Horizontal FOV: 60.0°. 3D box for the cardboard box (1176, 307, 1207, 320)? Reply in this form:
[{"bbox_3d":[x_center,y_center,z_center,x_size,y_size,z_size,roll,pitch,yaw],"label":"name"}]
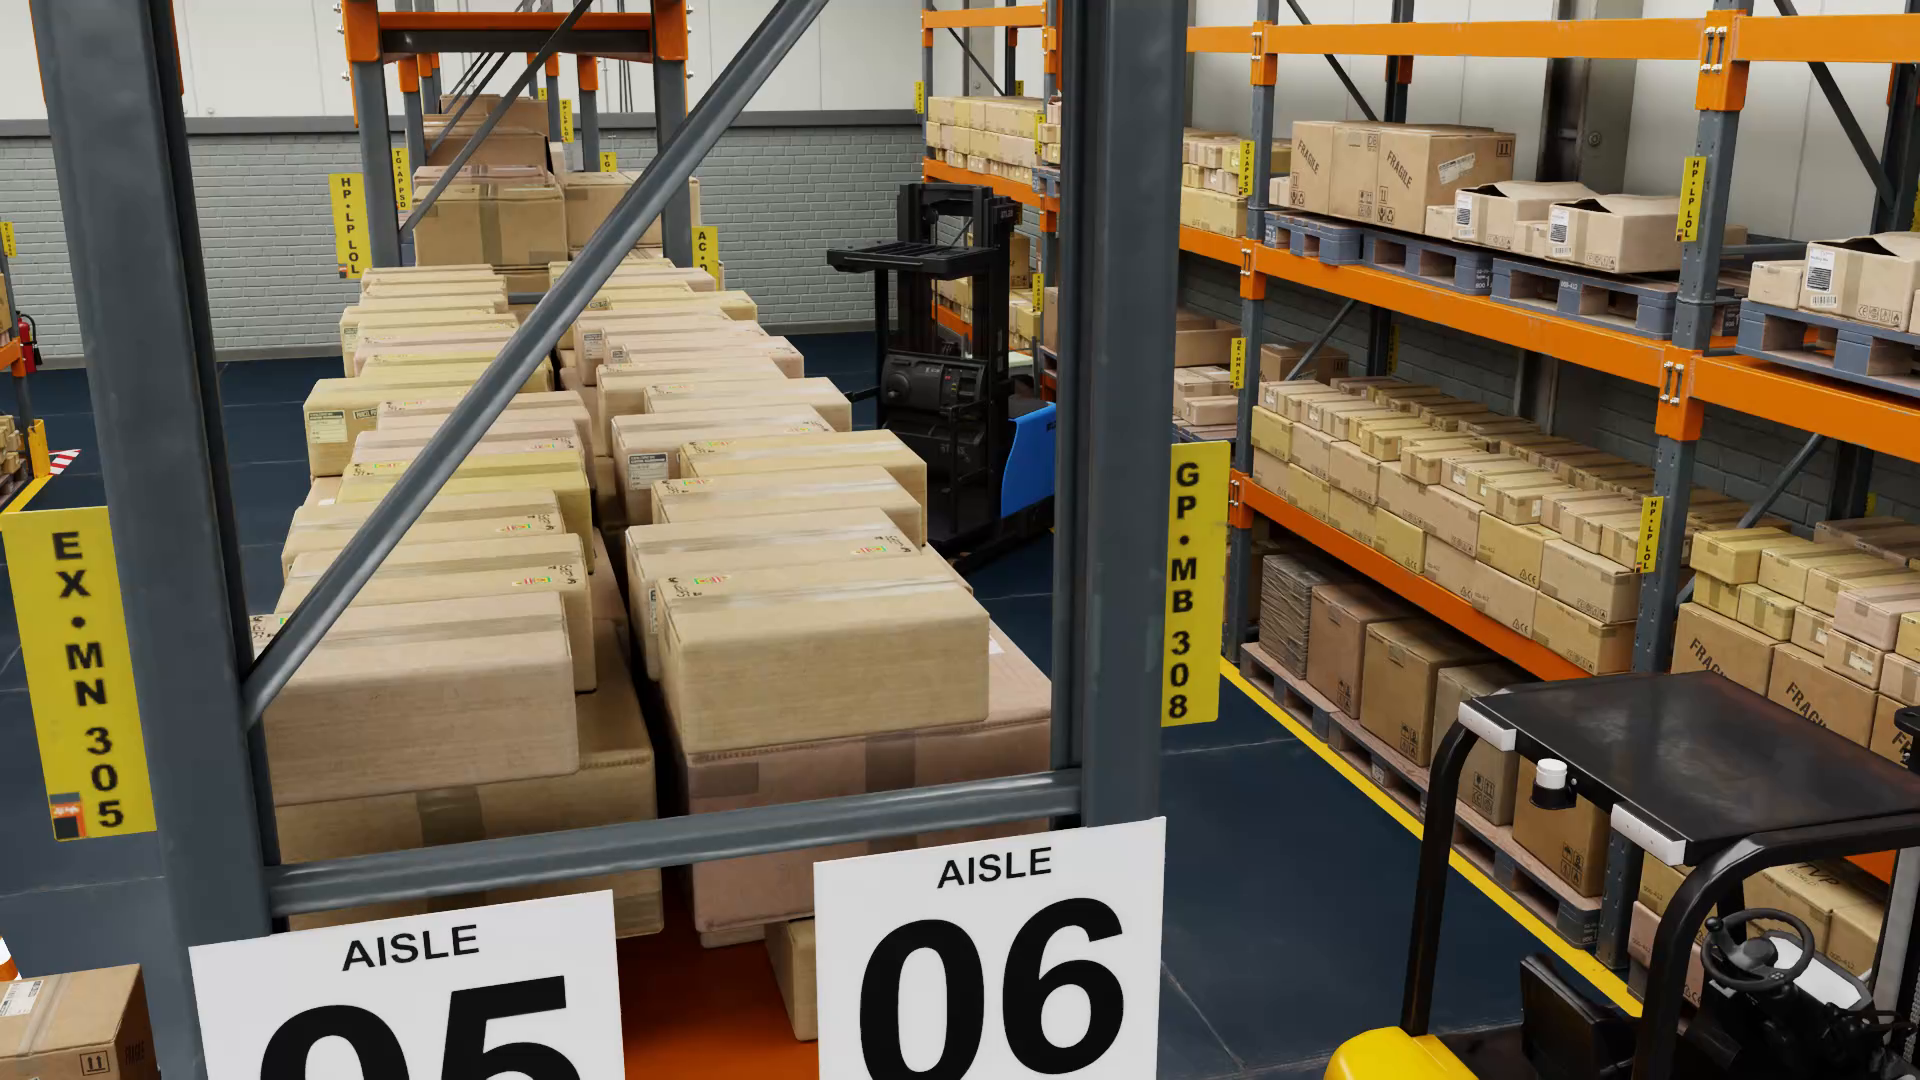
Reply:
[{"bbox_3d":[1.472,-1.499,12.826,0.700,0.500,0.500,-5,17,-16],"label":"cardboard box"}]

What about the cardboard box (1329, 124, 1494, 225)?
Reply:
[{"bbox_3d":[2.495,-2.038,9.231,0.700,0.500,0.500,-5,17,-16],"label":"cardboard box"}]

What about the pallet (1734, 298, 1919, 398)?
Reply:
[{"bbox_3d":[3.654,-0.710,6.040,1.003,0.211,1.213,-5,17,-15],"label":"pallet"}]

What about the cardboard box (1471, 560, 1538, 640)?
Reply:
[{"bbox_3d":[2.861,0.265,8.116,0.500,0.250,0.500,-5,17,-16],"label":"cardboard box"}]

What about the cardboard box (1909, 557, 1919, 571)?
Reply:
[{"bbox_3d":[3.887,0.159,6.390,0.380,0.149,0.250,-5,17,-16],"label":"cardboard box"}]

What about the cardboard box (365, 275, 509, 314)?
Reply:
[{"bbox_3d":[-1.505,-0.671,4.810,0.380,0.149,0.250,-4,17,-14],"label":"cardboard box"}]

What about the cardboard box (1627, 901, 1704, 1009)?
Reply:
[{"bbox_3d":[3.209,1.726,7.040,0.500,0.250,0.500,-5,17,-15],"label":"cardboard box"}]

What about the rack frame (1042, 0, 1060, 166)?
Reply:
[{"bbox_3d":[1.196,-4.635,13.741,1.000,3.000,0.127,-5,17,-15],"label":"rack frame"}]

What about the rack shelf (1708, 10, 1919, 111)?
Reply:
[{"bbox_3d":[3.944,-1.333,4.694,1.077,0.370,4.000,-5,17,-15],"label":"rack shelf"}]

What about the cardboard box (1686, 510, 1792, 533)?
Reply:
[{"bbox_3d":[3.504,-0.022,7.510,0.380,0.149,0.250,-5,17,-17],"label":"cardboard box"}]

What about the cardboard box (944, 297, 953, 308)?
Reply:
[{"bbox_3d":[0.037,-2.569,17.727,0.380,0.149,0.250,-4,17,-14],"label":"cardboard box"}]

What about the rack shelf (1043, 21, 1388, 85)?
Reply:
[{"bbox_3d":[1.745,-3.546,12.061,1.077,0.370,4.000,-5,17,-15],"label":"rack shelf"}]

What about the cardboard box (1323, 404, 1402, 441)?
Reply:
[{"bbox_3d":[2.353,-0.689,9.730,0.380,0.149,0.250,-4,17,-15],"label":"cardboard box"}]

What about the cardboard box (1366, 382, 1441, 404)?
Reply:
[{"bbox_3d":[2.758,-0.877,10.355,0.380,0.149,0.250,-4,17,-14],"label":"cardboard box"}]

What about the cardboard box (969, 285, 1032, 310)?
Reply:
[{"bbox_3d":[0.404,-2.373,16.382,0.500,0.250,0.500,-5,17,-17],"label":"cardboard box"}]

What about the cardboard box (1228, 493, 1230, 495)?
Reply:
[{"bbox_3d":[2.155,-0.428,12.651,0.380,0.149,0.250,-5,17,-16],"label":"cardboard box"}]

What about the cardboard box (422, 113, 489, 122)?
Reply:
[{"bbox_3d":[-3.612,-2.788,11.900,0.500,0.500,0.500,-5,17,-16],"label":"cardboard box"}]

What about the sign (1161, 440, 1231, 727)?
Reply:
[{"bbox_3d":[0.244,0.052,1.830,0.100,0.325,0.005,-5,17,-15],"label":"sign"}]

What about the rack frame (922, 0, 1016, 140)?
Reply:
[{"bbox_3d":[0.096,-5.742,17.425,1.000,3.000,0.127,-5,17,-15],"label":"rack frame"}]

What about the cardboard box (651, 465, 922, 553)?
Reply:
[{"bbox_3d":[-0.273,-0.004,2.590,0.380,0.149,0.250,-5,17,-15],"label":"cardboard box"}]

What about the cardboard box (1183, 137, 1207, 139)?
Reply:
[{"bbox_3d":[1.559,-2.785,11.844,0.380,0.149,0.250,-5,17,-15],"label":"cardboard box"}]

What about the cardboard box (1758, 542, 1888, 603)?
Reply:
[{"bbox_3d":[3.372,0.125,6.503,0.380,0.149,0.250,-4,17,-14],"label":"cardboard box"}]

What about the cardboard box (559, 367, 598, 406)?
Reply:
[{"bbox_3d":[-0.731,-0.280,4.201,0.500,0.250,0.500,-5,17,-16],"label":"cardboard box"}]

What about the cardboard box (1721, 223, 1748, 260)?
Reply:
[{"bbox_3d":[3.350,-1.365,7.601,0.380,0.149,0.250,-5,17,-15],"label":"cardboard box"}]

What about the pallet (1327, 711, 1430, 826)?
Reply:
[{"bbox_3d":[2.815,1.247,9.432,1.003,0.211,1.213,-5,17,-15],"label":"pallet"}]

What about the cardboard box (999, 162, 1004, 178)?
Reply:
[{"bbox_3d":[0.575,-3.442,15.419,0.380,0.149,0.250,-4,17,-13],"label":"cardboard box"}]

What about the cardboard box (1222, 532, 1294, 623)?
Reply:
[{"bbox_3d":[1.972,0.240,11.553,0.500,0.500,0.500,-4,17,-14],"label":"cardboard box"}]

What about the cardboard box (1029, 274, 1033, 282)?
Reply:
[{"bbox_3d":[0.750,-2.553,16.981,0.500,0.250,0.500,-4,17,-14],"label":"cardboard box"}]

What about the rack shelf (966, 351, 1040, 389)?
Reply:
[{"bbox_3d":[0.375,-1.470,14.754,0.431,0.370,0.720,-9,15,-17],"label":"rack shelf"}]

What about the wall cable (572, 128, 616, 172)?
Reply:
[{"bbox_3d":[-4.887,-4.635,22.402,0.588,1.984,0.122,-5,17,-15],"label":"wall cable"}]

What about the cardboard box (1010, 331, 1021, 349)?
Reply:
[{"bbox_3d":[0.678,-1.850,15.335,0.380,0.149,0.250,-4,17,-14],"label":"cardboard box"}]

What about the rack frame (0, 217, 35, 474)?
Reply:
[{"bbox_3d":[-9.407,-2.056,15.582,1.000,3.000,0.127,-5,17,-15],"label":"rack frame"}]

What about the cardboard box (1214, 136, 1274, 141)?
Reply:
[{"bbox_3d":[2.054,-2.823,11.974,0.380,0.149,0.250,-5,17,-16],"label":"cardboard box"}]

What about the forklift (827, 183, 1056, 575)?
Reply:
[{"bbox_3d":[-0.328,-1.251,13.022,1.130,2.935,3.031,10,19,30],"label":"forklift"}]

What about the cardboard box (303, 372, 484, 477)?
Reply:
[{"bbox_3d":[-1.109,-0.239,3.371,0.380,0.149,0.250,-4,17,-14],"label":"cardboard box"}]

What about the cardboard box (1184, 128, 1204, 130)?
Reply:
[{"bbox_3d":[1.670,-3.111,12.896,0.380,0.149,0.250,-5,18,-17],"label":"cardboard box"}]

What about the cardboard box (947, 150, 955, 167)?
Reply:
[{"bbox_3d":[0.081,-3.859,16.806,0.380,0.149,0.250,-4,17,-14],"label":"cardboard box"}]

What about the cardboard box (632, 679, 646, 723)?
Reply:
[{"bbox_3d":[-0.423,0.236,3.176,0.380,0.149,0.250,-5,18,-17],"label":"cardboard box"}]

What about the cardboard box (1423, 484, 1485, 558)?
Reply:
[{"bbox_3d":[2.730,-0.116,8.516,0.500,0.250,0.500,-4,17,-14],"label":"cardboard box"}]

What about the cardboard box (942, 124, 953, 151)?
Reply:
[{"bbox_3d":[0.115,-4.092,16.892,0.500,0.250,0.500,-4,17,-14],"label":"cardboard box"}]

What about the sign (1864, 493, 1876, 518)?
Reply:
[{"bbox_3d":[3.928,-0.046,7.249,0.100,0.325,0.005,-5,17,-15],"label":"sign"}]

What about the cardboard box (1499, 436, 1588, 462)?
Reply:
[{"bbox_3d":[3.130,-0.447,8.926,0.380,0.149,0.250,-5,17,-15],"label":"cardboard box"}]

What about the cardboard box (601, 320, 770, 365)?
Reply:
[{"bbox_3d":[-0.659,-0.430,4.006,0.380,0.149,0.250,-4,17,-15],"label":"cardboard box"}]

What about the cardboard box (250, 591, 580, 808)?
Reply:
[{"bbox_3d":[-0.655,0.182,1.968,0.380,0.149,0.250,-5,17,-15],"label":"cardboard box"}]

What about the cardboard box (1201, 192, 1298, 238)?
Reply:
[{"bbox_3d":[1.921,-2.143,10.920,0.500,0.250,0.500,-5,18,-17],"label":"cardboard box"}]

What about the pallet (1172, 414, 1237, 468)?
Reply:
[{"bbox_3d":[2.041,-0.746,11.554,1.213,0.211,1.003,-5,17,-15],"label":"pallet"}]

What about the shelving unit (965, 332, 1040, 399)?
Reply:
[{"bbox_3d":[0.401,-1.093,14.852,0.431,1.500,0.755,-9,15,-17],"label":"shelving unit"}]

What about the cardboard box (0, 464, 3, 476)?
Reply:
[{"bbox_3d":[-8.904,-0.619,15.026,0.380,0.149,0.250,-5,17,-16],"label":"cardboard box"}]

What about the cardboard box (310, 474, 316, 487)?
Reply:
[{"bbox_3d":[-1.103,-0.099,3.596,0.500,0.250,0.500,-5,17,-15],"label":"cardboard box"}]

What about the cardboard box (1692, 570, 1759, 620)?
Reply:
[{"bbox_3d":[3.229,0.201,6.767,0.380,0.149,0.250,-5,17,-16],"label":"cardboard box"}]

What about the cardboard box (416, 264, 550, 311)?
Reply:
[{"bbox_3d":[-1.677,-0.872,5.957,0.500,0.250,0.500,-5,17,-16],"label":"cardboard box"}]

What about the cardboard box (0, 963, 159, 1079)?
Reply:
[{"bbox_3d":[-3.080,1.828,5.682,0.500,0.500,0.500,-5,17,-15],"label":"cardboard box"}]

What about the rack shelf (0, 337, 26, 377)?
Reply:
[{"bbox_3d":[-8.857,-1.158,13.844,1.077,0.370,4.000,-5,17,-15],"label":"rack shelf"}]

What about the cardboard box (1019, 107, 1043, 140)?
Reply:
[{"bbox_3d":[0.826,-3.629,14.481,0.500,0.250,0.500,-5,17,-15],"label":"cardboard box"}]

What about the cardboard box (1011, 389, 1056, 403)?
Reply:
[{"bbox_3d":[0.656,-1.169,16.246,0.700,0.500,0.500,-5,18,-17],"label":"cardboard box"}]

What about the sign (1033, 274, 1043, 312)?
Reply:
[{"bbox_3d":[0.676,-2.132,14.330,0.100,0.325,0.005,-5,17,-15],"label":"sign"}]

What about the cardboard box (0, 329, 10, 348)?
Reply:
[{"bbox_3d":[-9.045,-1.868,15.392,0.380,0.149,0.250,-5,17,-15],"label":"cardboard box"}]

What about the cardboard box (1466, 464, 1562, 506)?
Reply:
[{"bbox_3d":[2.770,-0.266,8.323,0.380,0.149,0.250,-5,17,-17],"label":"cardboard box"}]

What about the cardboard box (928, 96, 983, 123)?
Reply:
[{"bbox_3d":[-0.023,-4.473,17.288,0.500,0.250,0.500,-5,17,-16],"label":"cardboard box"}]
